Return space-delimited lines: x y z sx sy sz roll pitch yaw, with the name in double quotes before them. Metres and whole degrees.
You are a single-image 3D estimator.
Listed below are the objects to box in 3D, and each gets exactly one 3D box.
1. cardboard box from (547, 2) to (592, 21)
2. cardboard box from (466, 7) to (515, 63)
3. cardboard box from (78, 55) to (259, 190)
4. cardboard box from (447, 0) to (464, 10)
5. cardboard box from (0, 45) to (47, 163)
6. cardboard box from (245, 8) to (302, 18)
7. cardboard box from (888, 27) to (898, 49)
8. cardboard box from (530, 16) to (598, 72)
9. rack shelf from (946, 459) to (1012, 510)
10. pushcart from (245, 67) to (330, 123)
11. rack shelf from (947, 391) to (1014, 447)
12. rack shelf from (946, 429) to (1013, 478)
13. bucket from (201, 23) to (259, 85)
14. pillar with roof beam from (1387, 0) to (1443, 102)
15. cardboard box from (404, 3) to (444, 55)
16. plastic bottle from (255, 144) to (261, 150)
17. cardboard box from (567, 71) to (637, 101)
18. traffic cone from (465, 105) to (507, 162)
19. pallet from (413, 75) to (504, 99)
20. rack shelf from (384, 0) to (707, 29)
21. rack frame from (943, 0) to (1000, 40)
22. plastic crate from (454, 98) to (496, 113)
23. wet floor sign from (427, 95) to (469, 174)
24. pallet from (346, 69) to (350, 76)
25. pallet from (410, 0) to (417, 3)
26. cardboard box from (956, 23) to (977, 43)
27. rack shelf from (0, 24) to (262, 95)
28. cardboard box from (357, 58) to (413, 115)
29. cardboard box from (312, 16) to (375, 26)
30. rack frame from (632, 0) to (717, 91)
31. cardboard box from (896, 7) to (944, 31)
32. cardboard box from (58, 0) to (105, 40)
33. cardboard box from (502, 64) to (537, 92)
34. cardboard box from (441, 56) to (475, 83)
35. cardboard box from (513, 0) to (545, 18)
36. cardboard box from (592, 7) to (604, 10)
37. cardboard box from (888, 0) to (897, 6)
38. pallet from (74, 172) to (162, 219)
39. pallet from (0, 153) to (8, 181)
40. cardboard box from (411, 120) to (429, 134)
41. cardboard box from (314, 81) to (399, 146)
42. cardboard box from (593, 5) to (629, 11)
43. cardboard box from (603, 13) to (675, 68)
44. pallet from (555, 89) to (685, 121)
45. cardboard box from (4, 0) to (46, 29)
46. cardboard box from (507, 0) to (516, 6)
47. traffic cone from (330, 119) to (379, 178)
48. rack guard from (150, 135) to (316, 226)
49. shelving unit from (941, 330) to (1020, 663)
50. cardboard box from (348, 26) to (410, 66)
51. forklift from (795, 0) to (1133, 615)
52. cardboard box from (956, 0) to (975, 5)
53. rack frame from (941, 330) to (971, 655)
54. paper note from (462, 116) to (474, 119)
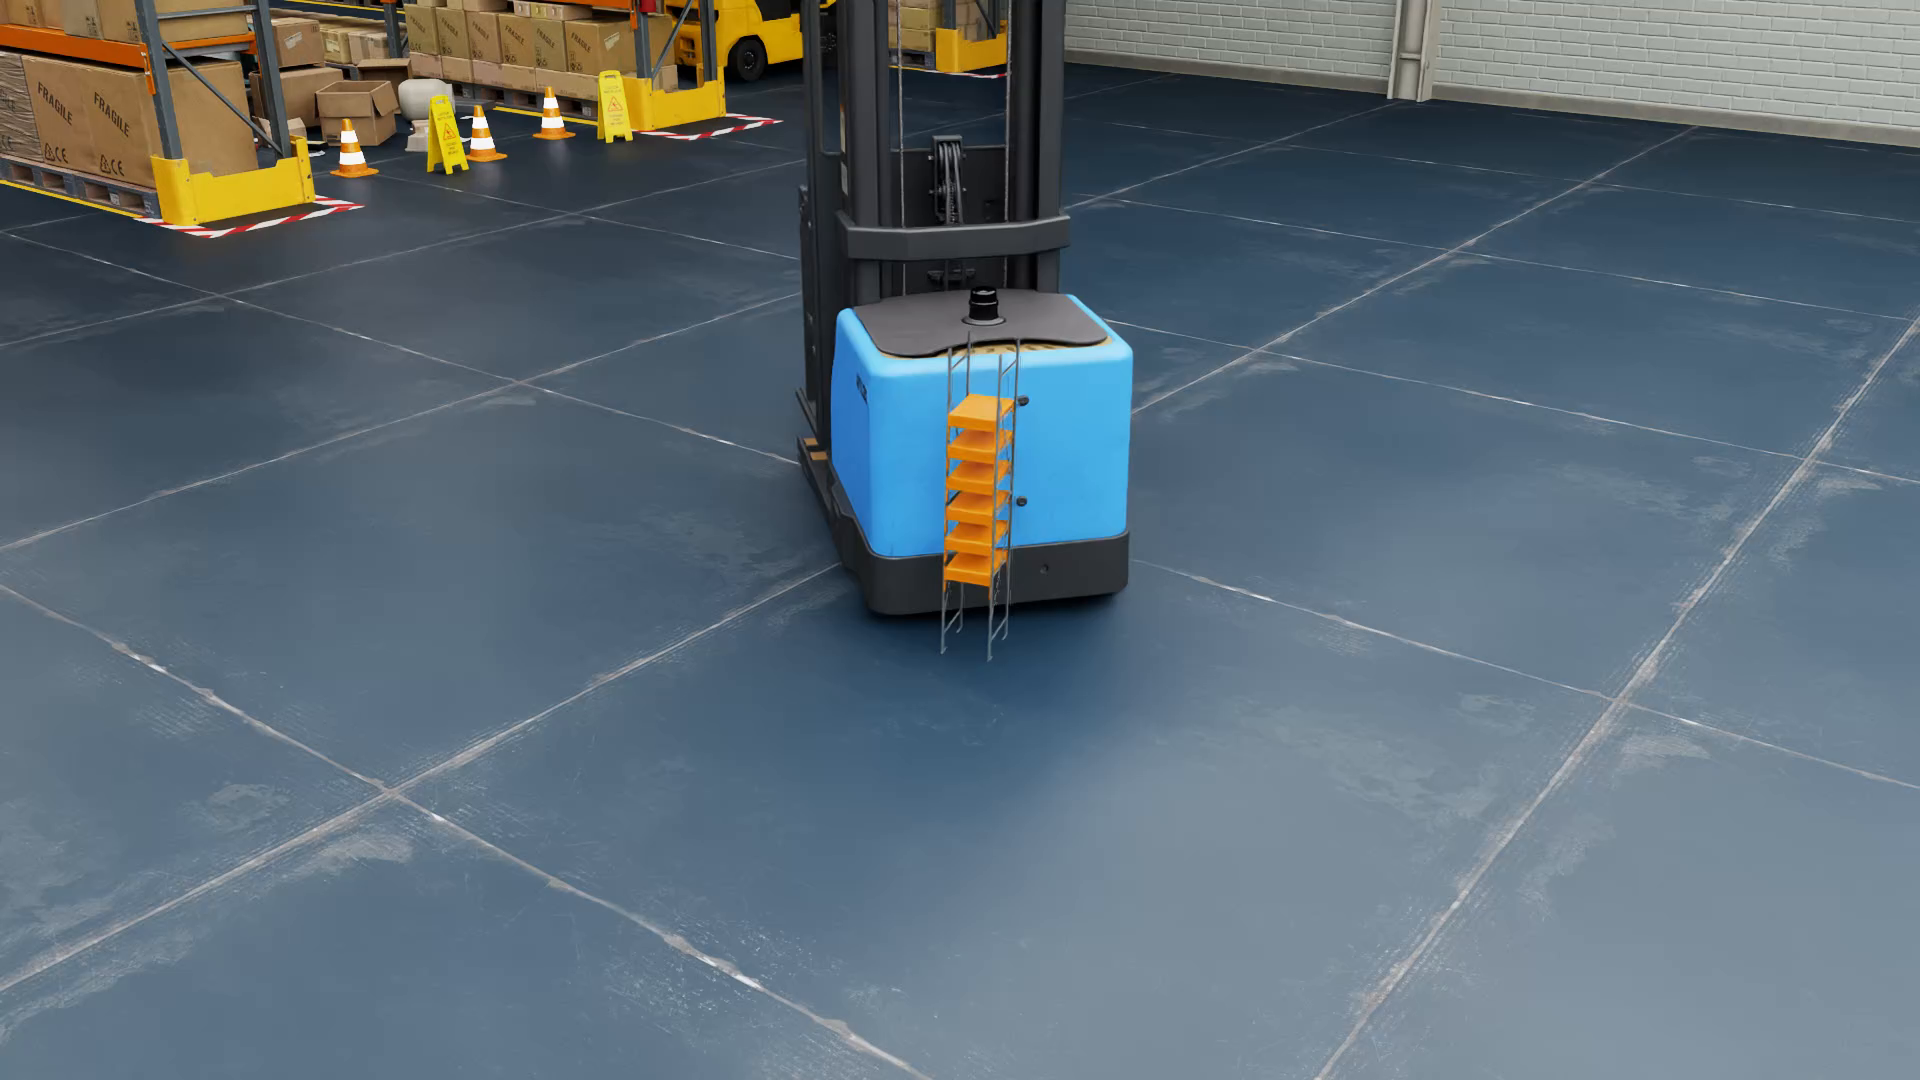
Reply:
"cardboard box" -3.957 -5.362 16.855 0.250 0.149 0.380 18 29 35
"cardboard box" -4.867 -5.375 17.687 0.500 0.500 0.500 19 30 36
"cardboard box" -6.296 -3.353 13.253 0.875 0.875 0.875 17 29 34
"cardboard box" -5.240 -5.750 17.734 0.250 0.149 0.380 18 30 35
"cardboard box" -7.730 -3.786 14.236 0.875 0.875 0.875 17 29 34
"cardboard box" -8.781 -6.396 20.784 0.625 0.372 0.950 15 28 30
"cardboard box" -0.809 -6.283 20.679 0.500 0.250 0.500 17 29 33
"cardboard box" -4.043 -5.123 17.117 0.500 0.500 0.500 18 30 35
"rack shelf" 0.073 -0.216 6.060 0.180 0.103 0.258 9 25 16
"pushcart" -7.354 -4.631 17.293 0.936 0.377 1.648 7 25 15
"rack shelf" 0.079 -0.435 5.961 0.180 0.103 0.258 9 25 16
"rack shelf" 0.076 -0.326 6.010 0.180 0.103 0.258 9 25 16
"bucket" -7.423 -4.866 16.748 0.726 0.611 0.620 -15 18 -30
"pillar with roof beam" 2.351 -7.579 13.290 0.400 9.000 9.100 17 29 33
"cardboard box" -5.716 -5.626 18.258 0.500 0.500 0.500 18 30 36
"plastic bottle" -6.620 -3.636 15.427 0.133 0.061 0.283 7 25 15
"cardboard box" -3.653 -4.660 16.995 0.500 0.250 0.500 17 29 33
"traffic cone" -4.337 -3.698 15.069 0.334 0.463 0.336 17 29 33
"pallet" -5.468 -5.152 18.681 1.213 0.211 1.003 17 29 33
"rack shelf" -4.426 -5.766 17.508 4.000 0.370 1.077 17 29 33
"rack frame" 0.148 -7.214 19.903 0.127 3.000 1.000 17 29 33
"plastic crate" -5.262 -4.599 17.588 0.583 0.080 0.402 7 25 15
"wet floor sign" -4.503 -3.544 14.494 0.232 0.644 0.267 12 26 24
"pallet" -7.631 -5.785 20.119 1.213 0.211 1.003 17 29 33
"pallet" -7.800 -8.360 25.963 1.213 0.211 1.003 17 29 33
"cardboard box" -0.127 -6.330 20.785 0.500 0.250 0.500 17 29 34
"rack shelf" -7.314 -4.144 13.828 4.000 0.370 1.077 17 29 33
"cardboard box" -5.985 -4.738 17.380 0.500 0.500 0.500 -5 24 -12
"cardboard box" -7.582 -6.035 19.965 0.625 0.372 0.950 18 29 35
"rack frame" -2.826 -5.612 16.266 0.127 3.000 1.000 17 29 33
"cardboard box" -0.429 -6.393 20.310 0.500 0.250 0.500 16 29 33
"cardboard box" -6.491 -4.260 13.012 0.550 0.550 0.875 17 29 33
"cardboard box" -4.466 -4.907 17.555 0.500 0.250 0.500 16 28 31
"cardboard box" -5.282 -5.157 18.125 0.500 0.250 0.500 19 30 36
"cardboard box" -4.366 -5.488 17.141 0.250 0.149 0.380 18 30 35
"cardboard box" -4.142 -5.427 17.807 0.500 0.500 0.500 17 29 34
"cardboard box" -0.819 -6.738 20.471 0.500 0.250 0.500 17 29 34
"pallet" -6.400 -2.882 13.529 1.213 0.211 1.003 17 29 33
"pallet" -8.353 -3.472 14.869 1.213 0.211 1.003 17 29 33
"cardboard box" -5.085 -3.972 16.080 0.380 0.149 0.250 -10 26 -21
"cardboard box" -5.750 -4.077 15.879 0.637 0.503 0.797 -1 24 -3
"cardboard box" -4.696 -7.780 23.613 0.625 0.625 0.875 15 28 31
"cardboard box" -3.325 -5.178 17.242 0.500 0.500 0.500 16 28 32
"pallet" -3.515 -4.562 17.341 1.213 0.211 1.003 17 29 33
"cardboard box" -7.313 -4.550 13.672 0.500 0.550 0.875 17 29 33
"cardboard box" -4.984 -5.677 18.374 0.500 0.500 0.500 17 29 34
"traffic cone" -5.287 -3.416 14.428 0.334 0.463 0.336 17 29 33
"rack guard" -5.694 -2.840 13.076 0.348 0.500 1.175 17 29 33
"shelving unit" 0.071 -0.148 6.091 0.189 1.200 0.258 9 25 16
"cardboard box" -6.448 -5.694 19.192 0.625 0.372 0.950 17 29 34
"forklift" -0.163 -1.619 7.289 1.130 2.935 3.031 -5 24 -12
"cardboard box" -0.123 -6.783 20.573 0.500 0.250 0.500 16 29 33
"rack frame" -0.016 -0.161 6.116 0.006 1.200 0.240 9 25 16
"paper note" -5.035 -4.349 17.082 0.148 0.019 0.142 7 25 15
